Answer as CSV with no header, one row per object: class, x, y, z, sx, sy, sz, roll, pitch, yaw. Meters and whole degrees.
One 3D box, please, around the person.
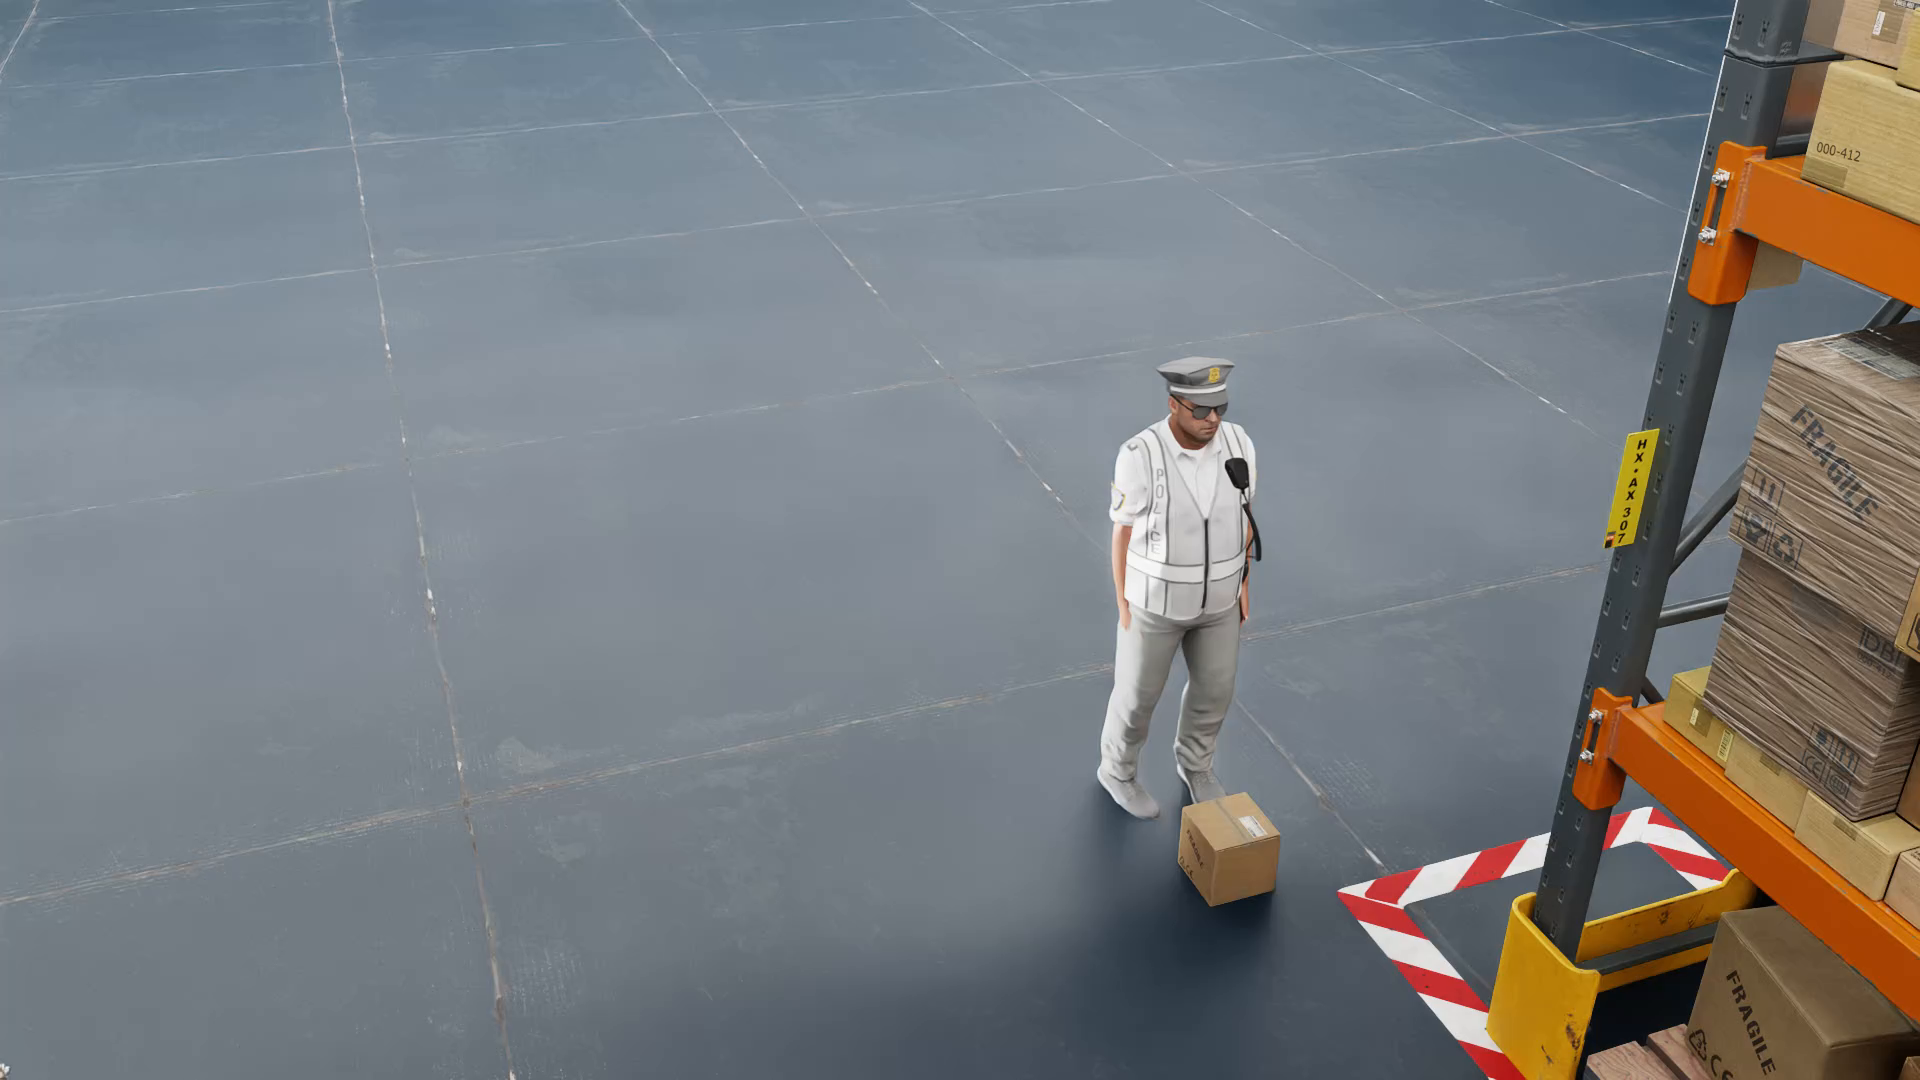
person,0.783,0.193,5.796,0.528,1.785,0.400,-9,31,-16
